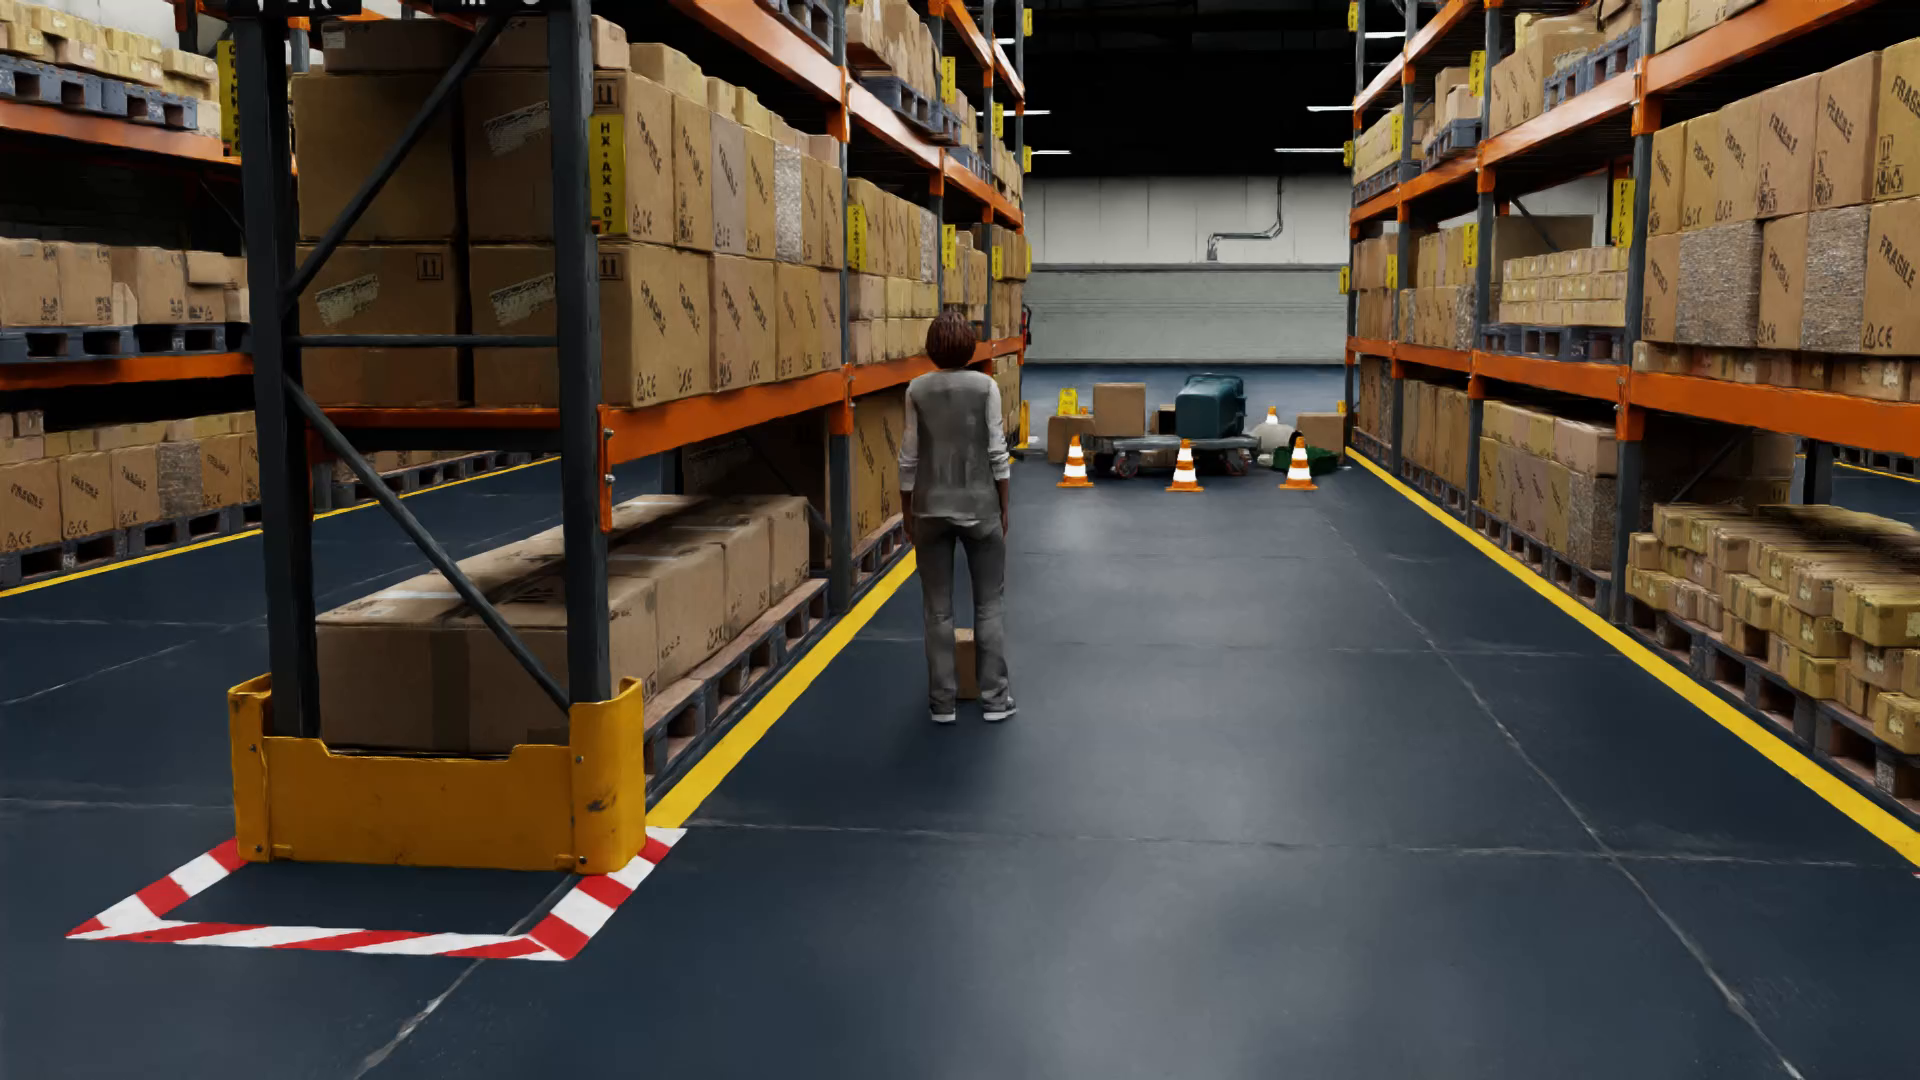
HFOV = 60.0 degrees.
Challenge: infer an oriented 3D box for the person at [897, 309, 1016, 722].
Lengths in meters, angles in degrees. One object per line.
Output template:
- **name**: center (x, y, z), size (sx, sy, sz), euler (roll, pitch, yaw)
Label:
- **person**: center (-0.013, -0.089, 6.465), size (0.453, 1.603, 0.366), euler (1, 8, 7)
